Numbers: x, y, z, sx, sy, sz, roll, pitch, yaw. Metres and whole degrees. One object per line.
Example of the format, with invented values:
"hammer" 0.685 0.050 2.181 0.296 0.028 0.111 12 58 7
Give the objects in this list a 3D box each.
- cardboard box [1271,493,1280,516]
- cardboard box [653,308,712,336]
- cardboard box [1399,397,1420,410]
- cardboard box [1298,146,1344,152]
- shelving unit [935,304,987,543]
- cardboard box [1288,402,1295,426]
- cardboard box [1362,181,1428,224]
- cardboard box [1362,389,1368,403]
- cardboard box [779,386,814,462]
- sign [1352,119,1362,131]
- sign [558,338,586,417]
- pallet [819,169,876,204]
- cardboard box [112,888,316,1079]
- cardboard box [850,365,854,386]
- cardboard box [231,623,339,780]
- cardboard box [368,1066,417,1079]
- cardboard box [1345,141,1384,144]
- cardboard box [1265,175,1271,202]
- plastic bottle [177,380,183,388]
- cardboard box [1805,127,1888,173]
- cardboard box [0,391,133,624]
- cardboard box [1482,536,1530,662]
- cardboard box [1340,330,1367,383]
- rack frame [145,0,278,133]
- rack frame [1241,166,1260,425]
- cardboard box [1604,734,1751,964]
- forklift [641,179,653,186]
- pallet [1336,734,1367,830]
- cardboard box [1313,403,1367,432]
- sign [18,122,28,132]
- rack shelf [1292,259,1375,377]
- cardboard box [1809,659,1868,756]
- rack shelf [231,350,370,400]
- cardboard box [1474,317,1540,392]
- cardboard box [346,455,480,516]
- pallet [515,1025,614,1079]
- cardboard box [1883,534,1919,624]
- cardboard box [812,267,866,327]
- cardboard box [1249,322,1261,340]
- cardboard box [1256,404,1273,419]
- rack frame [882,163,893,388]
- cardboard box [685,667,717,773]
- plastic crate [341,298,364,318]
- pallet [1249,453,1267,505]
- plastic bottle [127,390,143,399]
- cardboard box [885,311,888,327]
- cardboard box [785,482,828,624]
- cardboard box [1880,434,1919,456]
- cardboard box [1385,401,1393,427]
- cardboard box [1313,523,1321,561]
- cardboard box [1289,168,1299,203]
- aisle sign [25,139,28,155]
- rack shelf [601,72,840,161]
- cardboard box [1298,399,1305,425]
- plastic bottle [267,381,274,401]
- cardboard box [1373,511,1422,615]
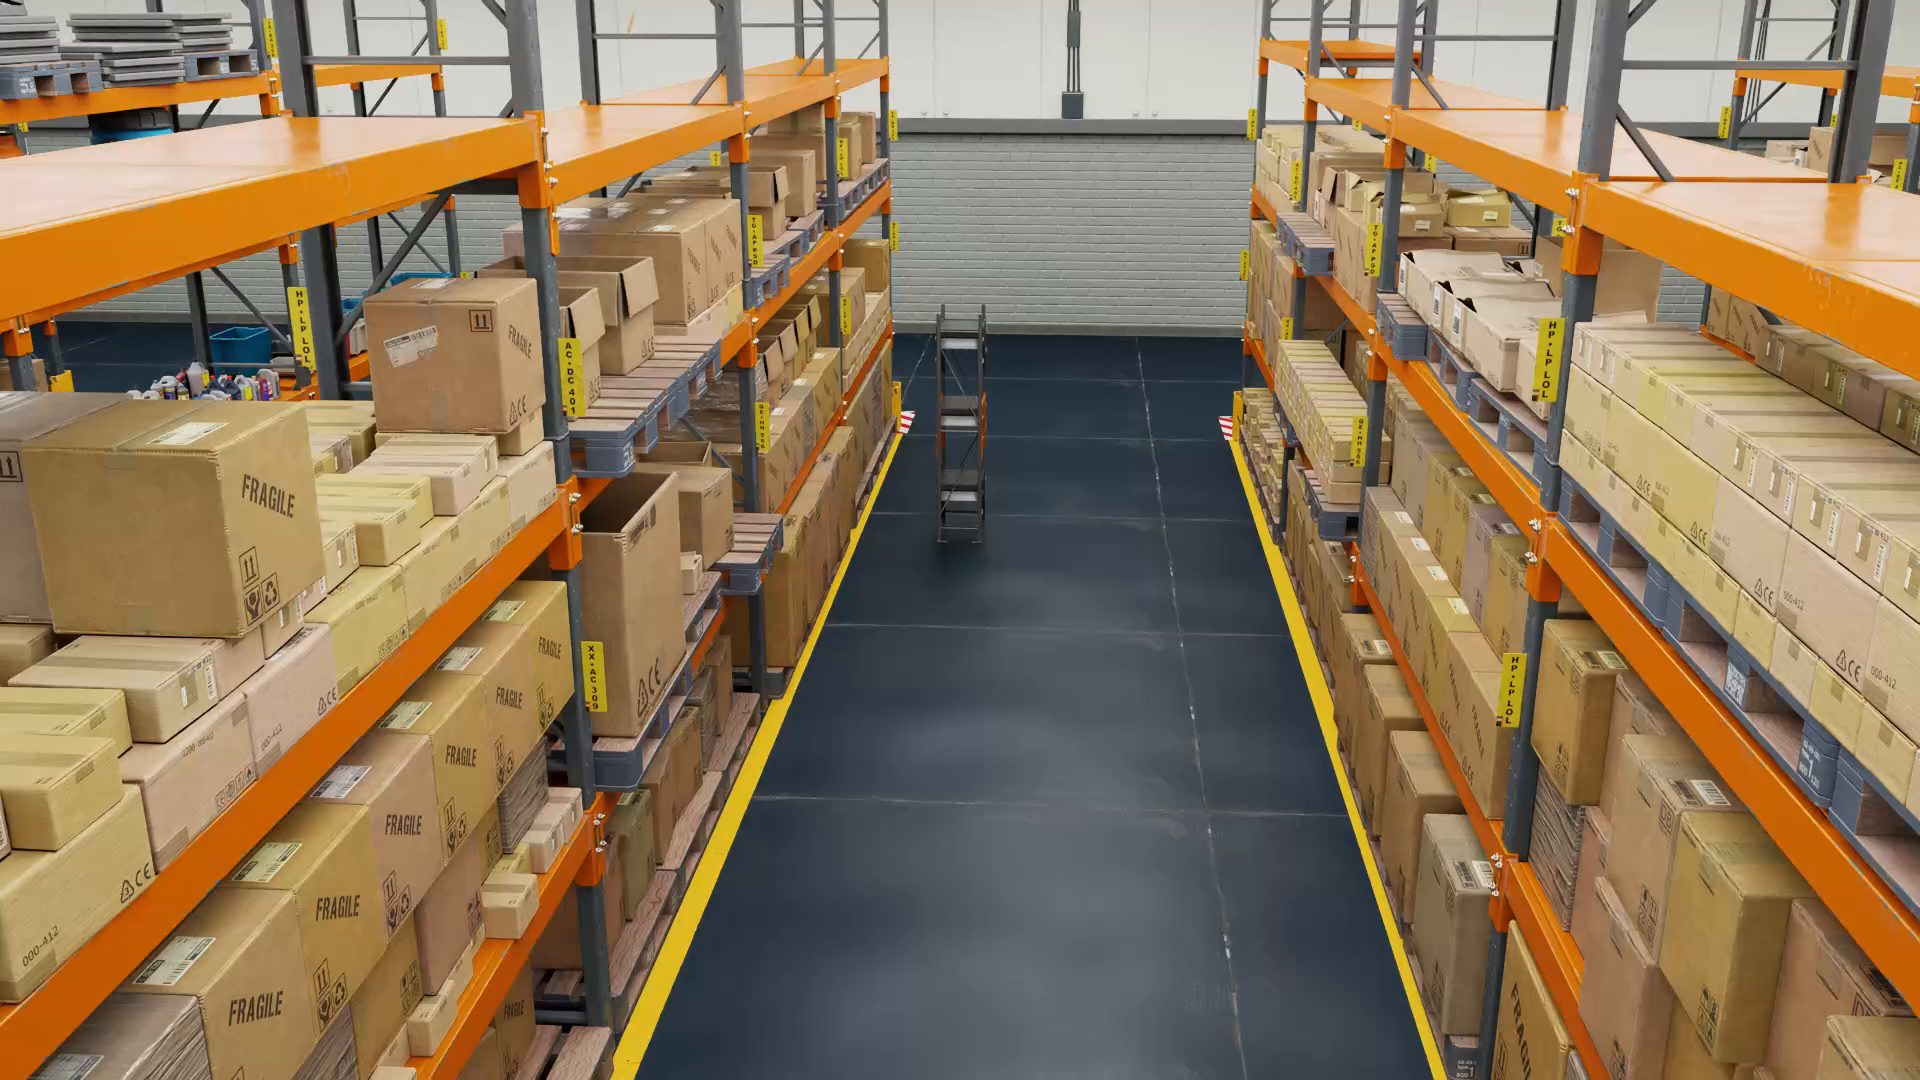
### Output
"cardboard box" 3.067 -0.320 15.313 0.380 0.149 0.250 2 18 5
"cardboard box" -1.698 -1.136 9.324 0.500 0.250 0.500 2 18 5
"cardboard box" 3.394 -0.932 12.049 0.380 0.149 0.250 2 18 6
"cardboard box" 3.249 -3.468 14.998 0.380 0.149 0.250 2 18 6
"shelving unit" 0.012 -1.049 15.080 0.431 2.100 0.503 1 18 4
"cardboard box" 2.819 -0.993 13.193 0.380 0.149 0.250 0 18 1
"cardboard box" 2.883 -2.231 11.035 0.396 0.266 0.258 1 18 4
"cardboard box" 3.510 -1.140 13.641 0.380 0.149 0.250 1 18 4
"cardboard box" -1.436 -0.913 13.057 0.500 0.500 0.500 1 18 4
"sign" 4.217 -4.416 17.670 0.100 0.325 0.005 1 18 4
"sign" -1.593 -0.665 6.814 0.100 0.325 0.005 1 18 4
"pallet" -1.402 -3.503 16.448 1.003 0.211 1.213 1 18 4
"cardboard box" -2.068 1.255 4.358 0.500 0.500 0.500 1 18 4
"cardboard box" -1.190 -1.535 15.519 0.380 0.149 0.250 1 18 2
"cardboard box" -2.059 0.427 4.553 0.500 0.250 0.500 1 18 4
"cardboard box" -1.959 1.812 5.308 0.380 0.149 0.250 1 18 4
"cardboard box" 3.783 -3.619 15.458 0.380 0.149 0.250 2 18 7
"cardboard box" 3.312 -3.485 16.492 0.500 0.250 0.500 1 18 2
"plastic bottle" -6.953 -1.322 14.786 0.097 0.201 0.097 0 18 0
"cardboard box" 8.316 -3.606 15.626 0.500 0.500 0.500 2 18 5
"cardboard box" -2.563 -0.100 4.479 0.500 0.500 0.500 1 18 4
"cardboard box" 2.870 0.302 7.745 0.700 0.500 0.500 1 18 3
"cardboard box" 3.665 -1.683 14.930 0.500 0.500 0.500 1 18 3
"rack frame" -6.502 -4.449 14.377 1.000 3.000 0.127 1 18 4
"rack frame" 3.665 -2.588 18.331 1.000 3.000 0.127 1 18 4
"cardboard box" 2.645 1.006 5.387 0.875 0.550 0.550 1 18 4
"forklift" -2.905 -2.193 17.237 1.130 2.935 3.031 0 18 0
"pallet" 2.960 1.465 10.441 1.003 0.211 1.213 1 18 4
"cardboard box" 2.724 -0.871 11.865 0.380 0.149 0.250 2 18 6
"sign" -10.603 -4.780 18.782 0.100 0.325 0.005 1 18 4
"rack shelf" 3.235 -1.808 12.289 1.077 0.370 4.000 1 18 4
"cardboard box" 2.277 0.401 3.960 0.380 0.149 0.250 1 18 3
"rack shelf" -6.358 -1.878 17.319 1.077 0.370 4.000 1 18 4
"cardboard box" 2.674 -0.851 7.618 0.500 0.250 0.500 1 18 3
"cardboard box" -1.906 -0.192 5.803 0.380 0.149 0.250 1 18 2
"pallet" -2.148 2.531 7.186 1.003 0.211 1.213 1 18 4
"cardboard box" 2.259 0.099 3.600 0.380 0.149 0.250 2 18 5
"cardboard box" -1.196 -2.372 16.230 0.500 0.500 0.500 1 18 2
"cardboard box" 3.265 -2.213 17.590 0.380 0.149 0.250 1 18 2
"cardboard box" 3.308 -1.318 17.403 0.380 0.149 0.250 0 18 1
"rack frame" -1.275 -2.730 18.765 1.000 3.000 0.127 1 18 4
"cardboard box" -1.903 1.114 10.340 0.700 0.500 0.500 0 18 -1
"plastic crate" -6.608 -2.516 18.284 0.416 0.233 0.300 1 18 4
"pallet" 3.476 -0.610 16.773 1.003 0.211 1.213 1 18 4
"plastic bottle" -6.981 -1.117 14.040 0.152 0.276 0.135 1 18 4
"cardboard box" -0.989 -2.412 18.198 0.380 0.149 0.250 1 18 4
"cardboard box" -1.706 0.074 12.945 1.225 0.875 0.875 1 18 4
"cardboard box" 2.951 -0.133 4.949 0.500 0.250 0.500 1 18 3
"cardboard box" 3.433 -0.955 12.597 0.380 0.149 0.250 2 18 6
"cardboard box" 2.957 -0.004 12.582 0.500 0.250 0.500 2 18 5
"cardboard box" 3.158 -3.087 14.473 0.500 0.250 0.500 0 18 1
"aisle sign" -10.845 -4.202 19.082 0.394 0.787 0.004 1 18 4
"rack shelf" -1.705 -3.186 12.318 1.077 0.370 4.000 1 18 4
"cardboard box" 2.781 -0.969 12.643 0.380 0.149 0.250 1 18 3
"plastic bottle" -6.188 -1.338 14.835 0.097 0.201 0.097 0 18 0
"cardboard box" 2.757 0.140 9.844 0.500 0.500 0.500 1 18 3
